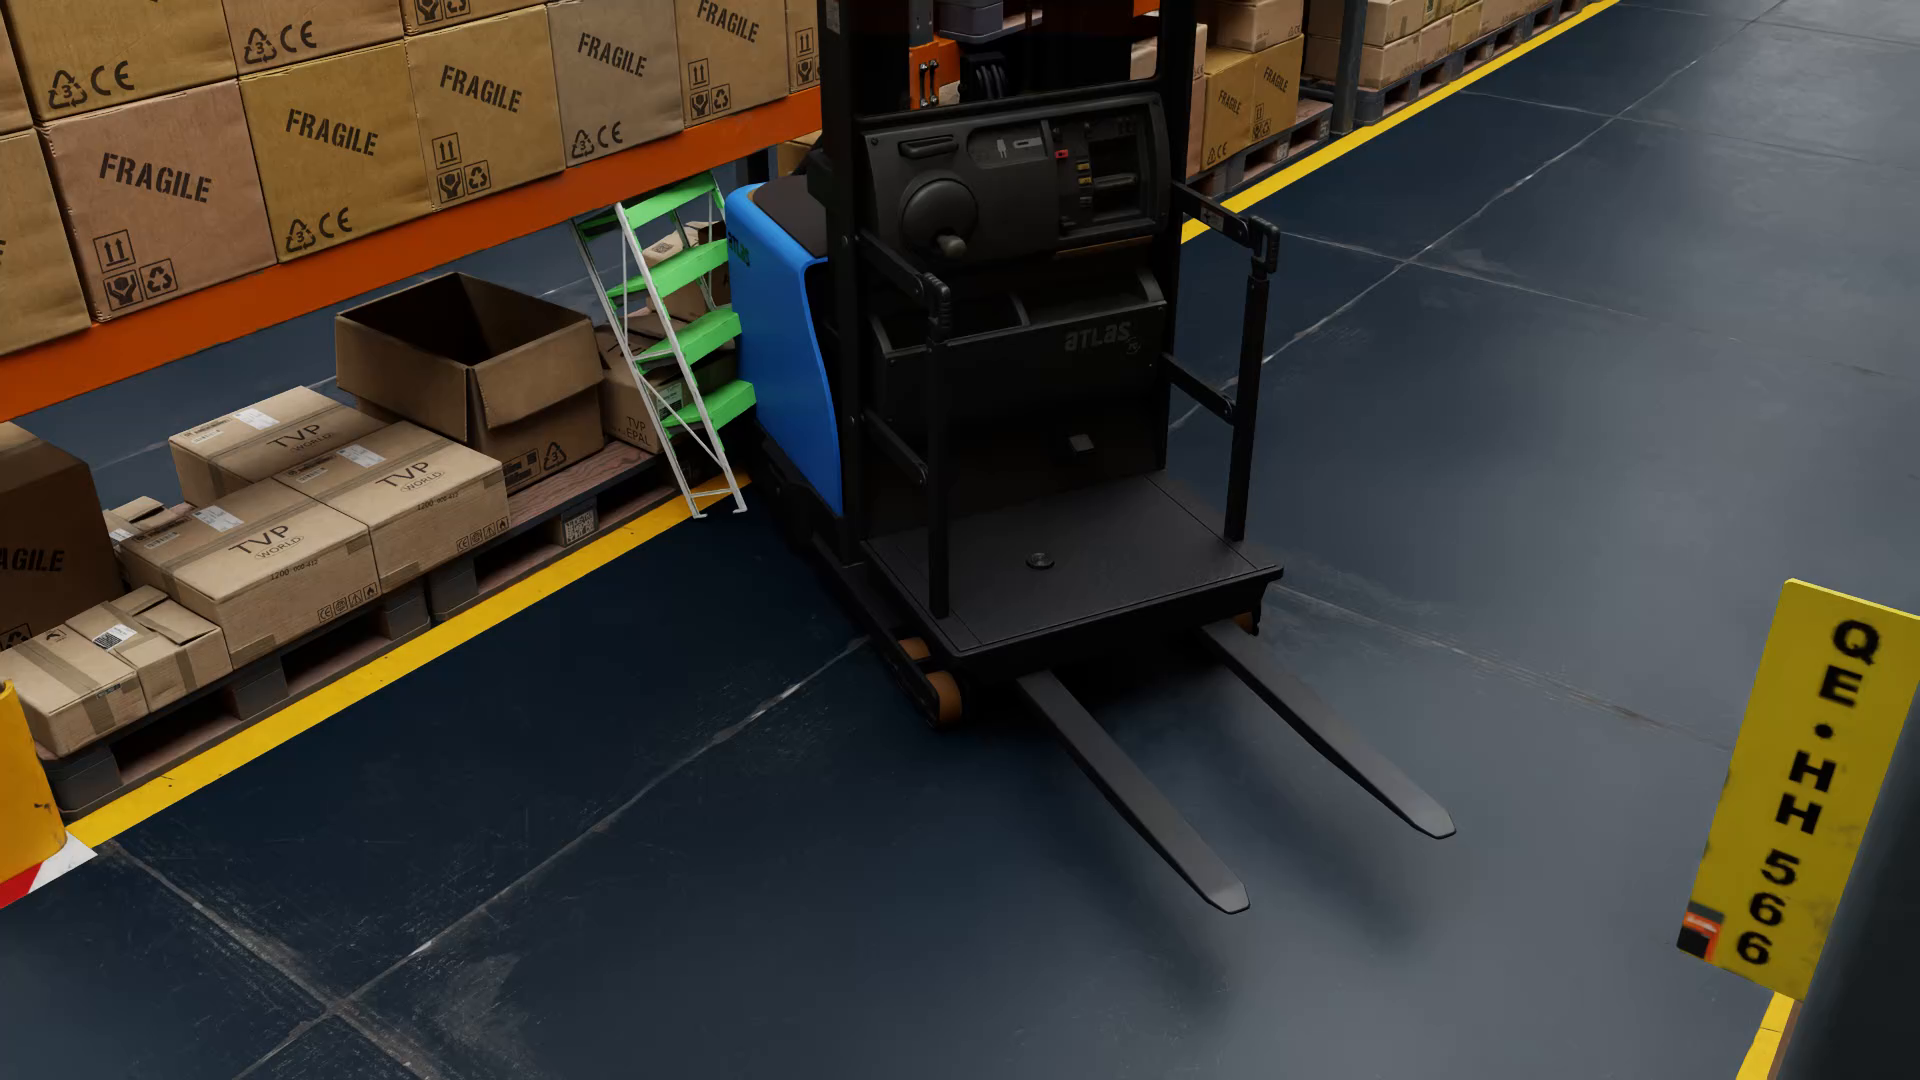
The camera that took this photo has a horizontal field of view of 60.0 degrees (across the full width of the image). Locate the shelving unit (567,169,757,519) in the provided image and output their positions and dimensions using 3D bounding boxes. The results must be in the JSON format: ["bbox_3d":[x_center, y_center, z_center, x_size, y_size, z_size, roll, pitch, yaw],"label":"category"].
[{"bbox_3d":[-0.917,-0.732,5.774,0.258,1.200,0.503,-7,23,34],"label":"shelving unit"}]

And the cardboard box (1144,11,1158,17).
[{"bbox_3d":[1.064,-2.624,9.256,0.500,0.500,0.500,20,36,30],"label":"cardboard box"}]

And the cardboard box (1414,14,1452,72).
[{"bbox_3d":[2.731,-3.147,10.403,0.500,0.250,0.500,20,36,30],"label":"cardboard box"}]

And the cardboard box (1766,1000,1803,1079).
[{"bbox_3d":[1.300,0.613,1.479,0.980,0.700,0.700,23,38,33],"label":"cardboard box"}]

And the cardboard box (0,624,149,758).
[{"bbox_3d":[-2.425,0.402,4.494,0.380,0.149,0.250,21,37,31],"label":"cardboard box"}]

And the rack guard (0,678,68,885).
[{"bbox_3d":[-2.906,0.474,4.460,1.175,0.500,0.348,21,37,31],"label":"rack guard"}]

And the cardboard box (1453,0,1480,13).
[{"bbox_3d":[3.048,-3.606,10.628,0.500,0.311,0.500,20,36,30],"label":"cardboard box"}]

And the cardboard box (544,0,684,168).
[{"bbox_3d":[-1.252,-1.538,5.304,0.500,0.500,0.500,22,37,32],"label":"cardboard box"}]

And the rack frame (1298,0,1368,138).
[{"bbox_3d":[1.878,-3.822,9.257,1.000,3.000,0.127,21,37,31],"label":"rack frame"}]

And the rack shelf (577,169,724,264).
[{"bbox_3d":[-1.053,-1.100,5.637,0.258,0.148,0.480,-7,23,34],"label":"rack shelf"}]

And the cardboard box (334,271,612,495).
[{"bbox_3d":[-1.667,-0.546,5.747,0.797,0.503,0.637,21,37,31],"label":"cardboard box"}]

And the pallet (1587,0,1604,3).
[{"bbox_3d":[4.806,-4.559,13.235,1.003,0.211,1.213,21,37,31],"label":"pallet"}]

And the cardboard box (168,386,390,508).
[{"bbox_3d":[-2.222,-0.250,5.496,0.500,0.250,0.500,21,37,31],"label":"cardboard box"}]

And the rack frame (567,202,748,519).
[{"bbox_3d":[-1.030,-0.621,5.589,0.240,1.200,0.015,-7,23,34],"label":"rack frame"}]

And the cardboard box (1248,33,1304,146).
[{"bbox_3d":[1.500,-2.484,9.019,0.500,0.500,0.500,23,37,33],"label":"cardboard box"}]

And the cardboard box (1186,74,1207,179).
[{"bbox_3d":[0.876,-2.058,8.301,0.500,0.500,0.500,20,36,30],"label":"cardboard box"}]

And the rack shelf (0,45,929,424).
[{"bbox_3d":[-1.744,-1.074,5.325,1.077,0.370,4.000,21,37,31],"label":"rack shelf"}]

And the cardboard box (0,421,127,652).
[{"bbox_3d":[-2.820,0.019,4.796,0.500,0.500,0.500,21,37,31],"label":"cardboard box"}]

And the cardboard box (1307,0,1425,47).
[{"bbox_3d":[2.428,-3.184,9.915,0.500,0.311,0.500,23,37,33],"label":"cardboard box"}]

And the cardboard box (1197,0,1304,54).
[{"bbox_3d":[1.470,-2.782,8.787,0.500,0.250,0.500,23,37,33],"label":"cardboard box"}]

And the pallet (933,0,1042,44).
[{"bbox_3d":[0.033,-2.405,7.054,1.003,0.211,1.213,21,37,31],"label":"pallet"}]

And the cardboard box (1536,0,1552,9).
[{"bbox_3d":[3.966,-3.983,11.814,0.500,0.250,0.500,20,36,31],"label":"cardboard box"}]

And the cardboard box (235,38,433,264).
[{"bbox_3d":[-1.861,-1.127,4.612,0.500,0.500,0.500,21,37,31],"label":"cardboard box"}]

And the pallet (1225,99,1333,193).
[{"bbox_3d":[1.397,-2.331,9.476,1.003,0.211,1.213,21,37,31],"label":"pallet"}]

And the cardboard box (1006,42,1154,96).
[{"bbox_3d":[0.553,-2.161,7.739,0.500,0.250,0.500,21,37,31],"label":"cardboard box"}]

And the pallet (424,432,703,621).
[{"bbox_3d":[-1.688,-0.220,5.914,1.003,0.211,1.213,21,37,31],"label":"pallet"}]

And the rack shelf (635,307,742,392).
[{"bbox_3d":[-0.896,-0.675,5.796,0.258,0.148,0.480,-7,23,34],"label":"rack shelf"}]

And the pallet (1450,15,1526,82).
[{"bbox_3d":[3.143,-3.439,11.346,1.003,0.211,1.213,21,37,31],"label":"pallet"}]

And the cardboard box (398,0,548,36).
[{"bbox_3d":[-1.552,-1.766,4.709,0.500,0.500,0.500,21,36,31],"label":"cardboard box"}]

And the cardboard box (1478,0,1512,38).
[{"bbox_3d":[3.350,-3.568,11.114,0.500,0.250,0.500,22,37,32],"label":"cardboard box"}]

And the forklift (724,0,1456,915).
[{"bbox_3d":[0.271,-0.972,4.516,1.130,2.935,3.031,-14,33,-22],"label":"forklift"}]

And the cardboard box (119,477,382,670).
[{"bbox_3d":[-2.095,0.086,4.928,0.500,0.250,0.500,21,37,31],"label":"cardboard box"}]

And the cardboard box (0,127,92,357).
[{"bbox_3d":[-2.473,-0.713,3.912,0.500,0.500,0.500,22,37,32],"label":"cardboard box"}]

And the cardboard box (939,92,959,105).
[{"bbox_3d":[-0.162,-1.797,7.861,0.500,0.500,0.500,21,37,31],"label":"cardboard box"}]

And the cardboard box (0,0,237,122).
[{"bbox_3d":[-2.164,-1.358,4.020,0.500,0.500,0.500,22,37,32],"label":"cardboard box"}]

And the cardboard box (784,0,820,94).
[{"bbox_3d":[-0.634,-1.957,6.012,0.500,0.500,0.500,22,37,32],"label":"cardboard box"}]
